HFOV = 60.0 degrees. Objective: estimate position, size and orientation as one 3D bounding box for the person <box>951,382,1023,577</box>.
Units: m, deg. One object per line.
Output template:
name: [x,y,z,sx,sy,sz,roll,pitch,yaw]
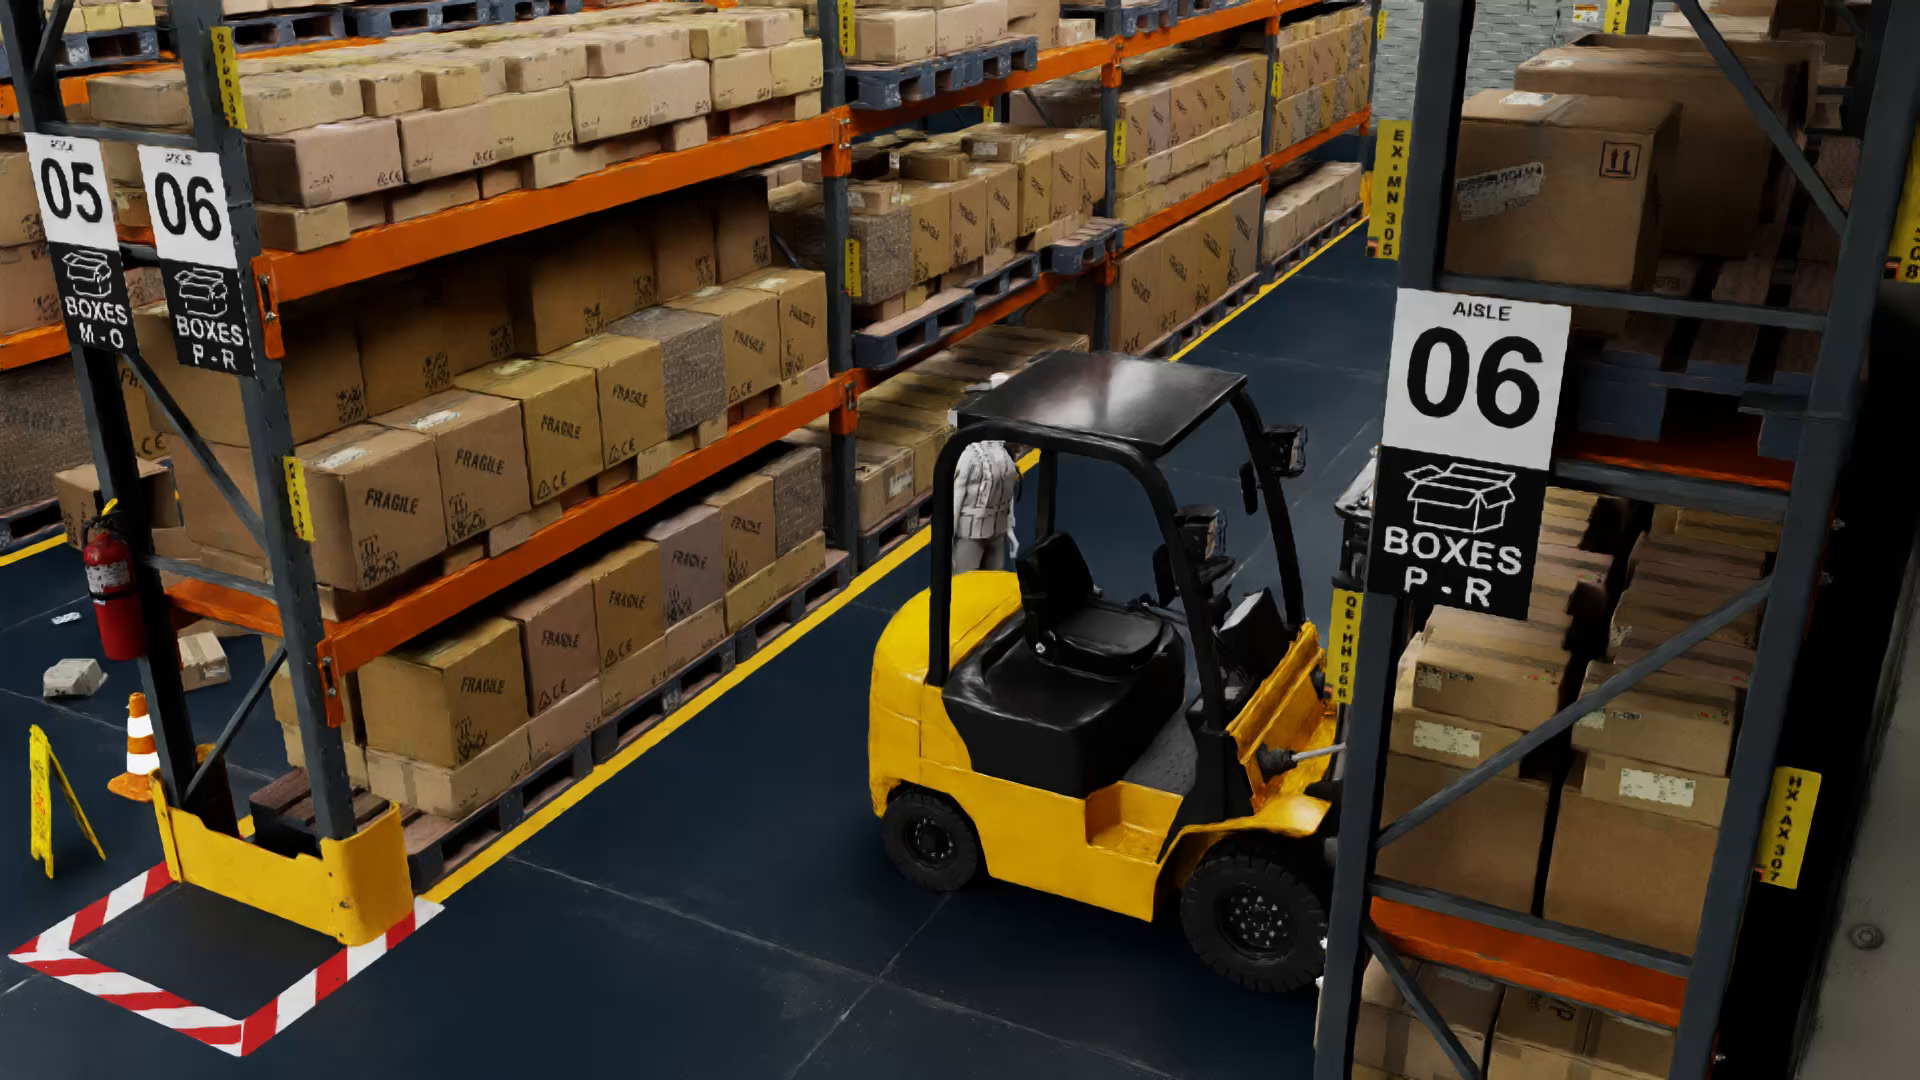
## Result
person: [0.095,0.008,8.588,0.527,1.641,0.604,21,30,40]
